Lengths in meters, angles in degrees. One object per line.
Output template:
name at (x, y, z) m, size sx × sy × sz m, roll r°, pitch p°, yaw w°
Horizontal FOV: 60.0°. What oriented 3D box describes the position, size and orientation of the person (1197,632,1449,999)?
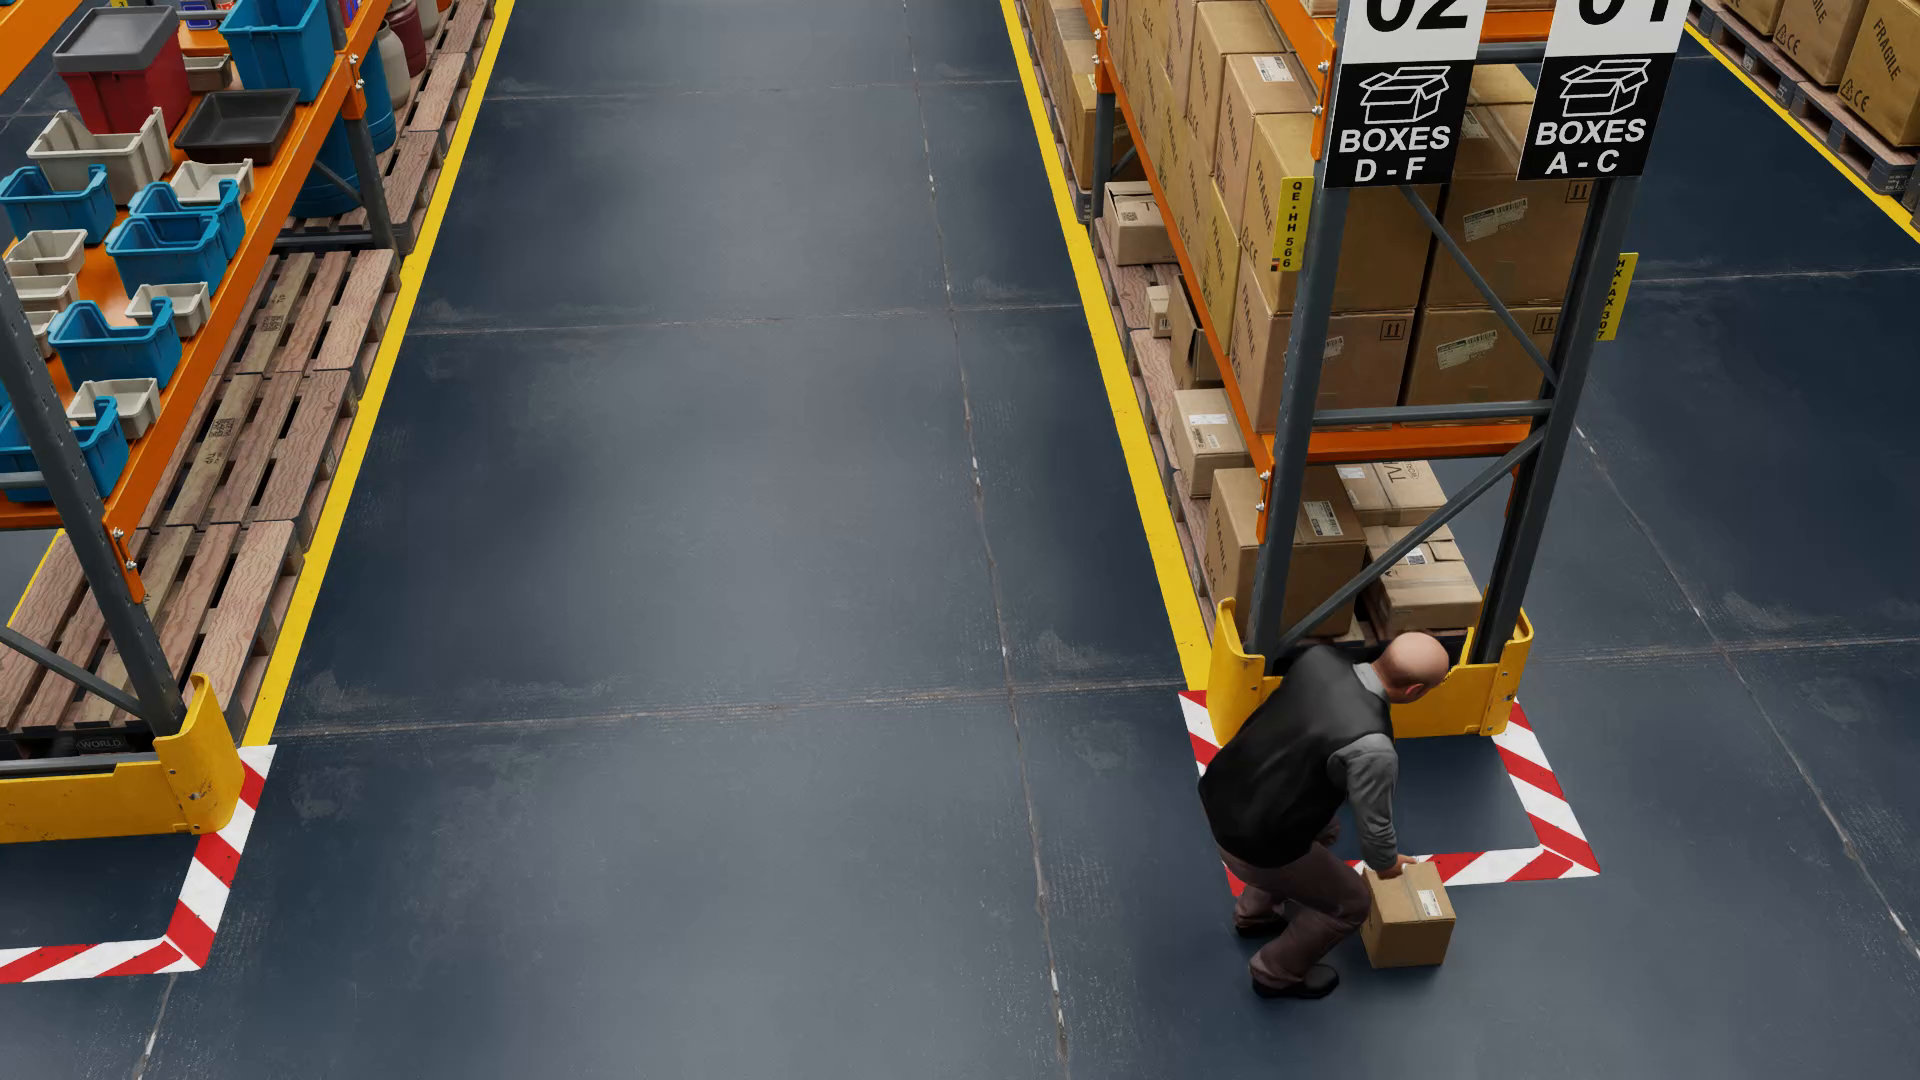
person at (1.121, 0.866, 5.358) m, size 0.709 × 1.404 × 0.591 m, roll -4°, pitch 39°, yaw -6°
